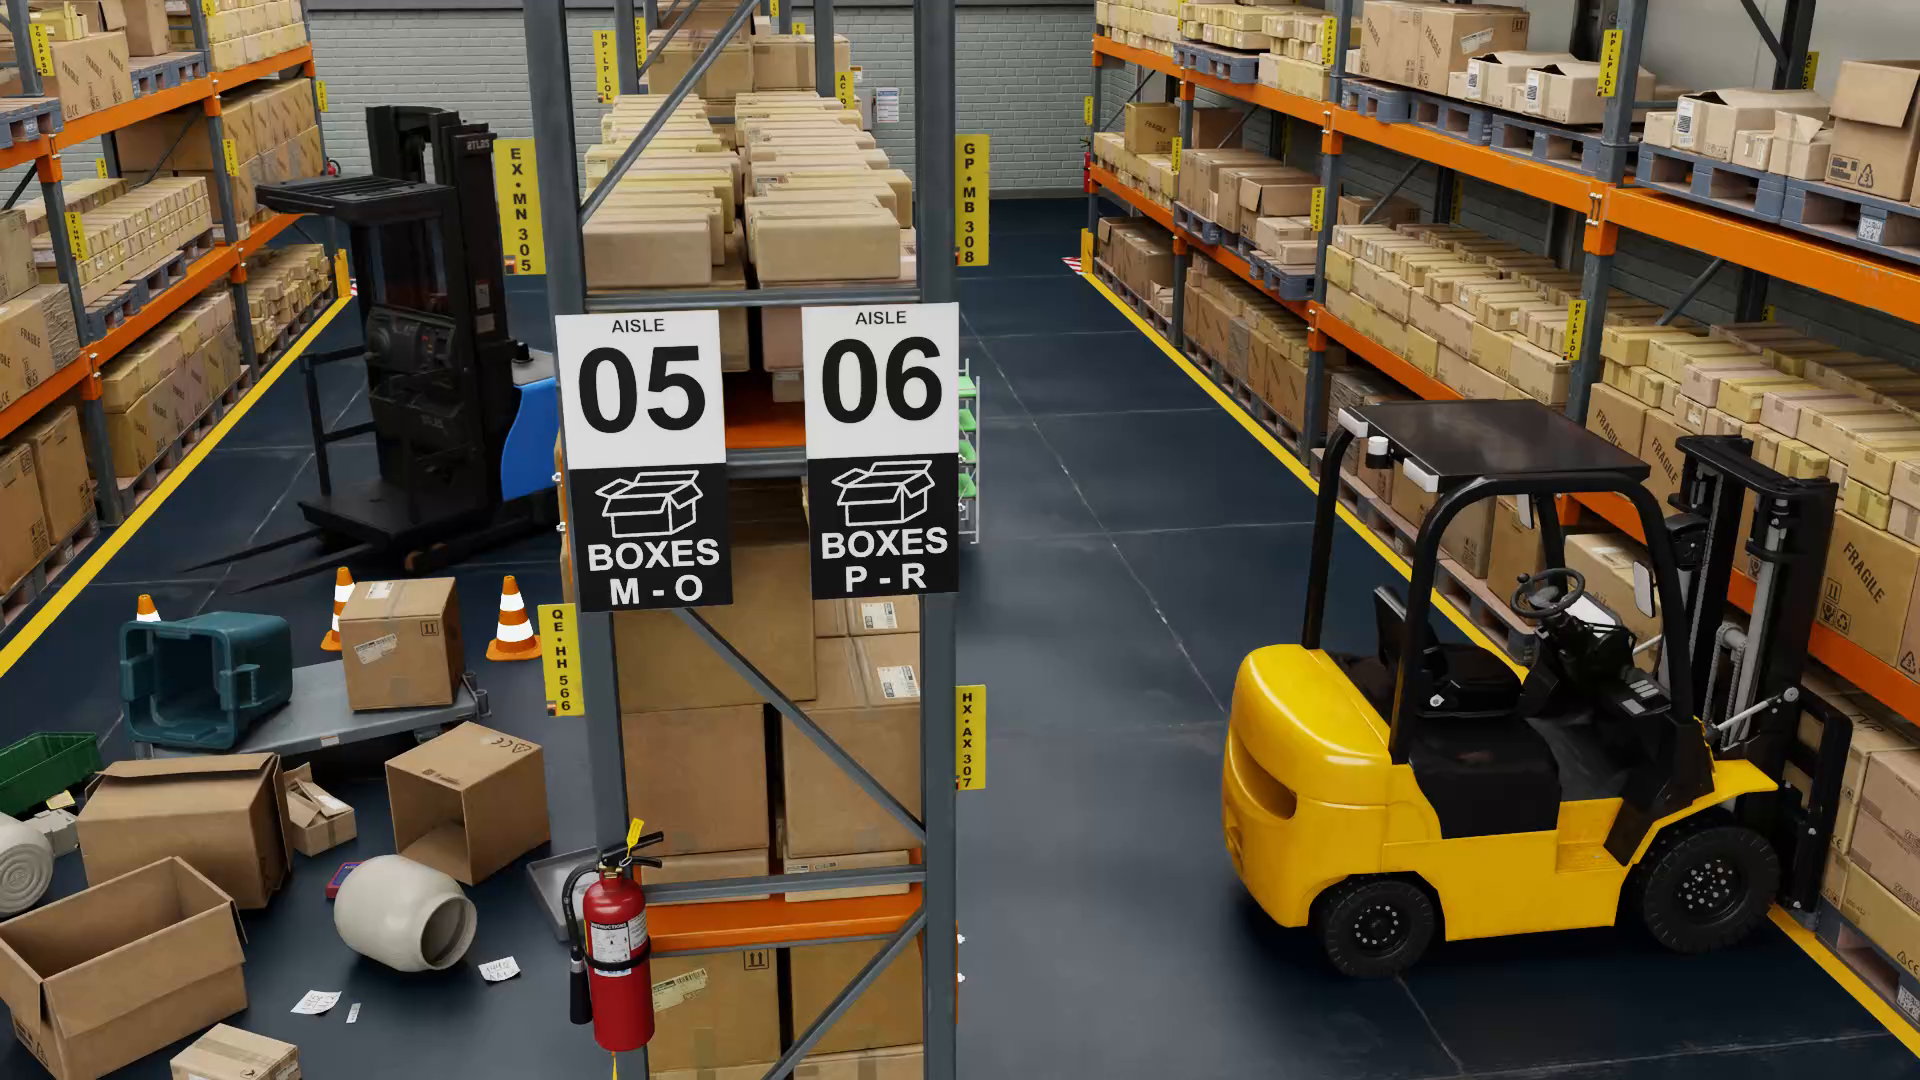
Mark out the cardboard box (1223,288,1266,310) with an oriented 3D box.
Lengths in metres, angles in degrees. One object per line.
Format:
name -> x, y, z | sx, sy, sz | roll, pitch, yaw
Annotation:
cardboard box -> 2.672, -2.243, 15.479 | 0.380, 0.149, 0.250 | -3, 21, -8

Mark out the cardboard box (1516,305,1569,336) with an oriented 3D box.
cardboard box -> 3.513, -1.277, 9.779 | 0.380, 0.149, 0.250 | -3, 21, -8

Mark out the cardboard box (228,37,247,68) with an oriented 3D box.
cardboard box -> -7.015, -4.559, 15.562 | 0.500, 0.250, 0.500 | -3, 21, -9

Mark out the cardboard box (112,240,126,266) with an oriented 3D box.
cardboard box -> -6.542, -2.162, 12.551 | 0.380, 0.149, 0.250 | -3, 21, -8

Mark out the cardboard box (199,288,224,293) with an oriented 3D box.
cardboard box -> -7.516, -2.393, 16.461 | 0.380, 0.149, 0.250 | -2, 21, -6

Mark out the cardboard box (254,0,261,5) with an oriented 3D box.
cardboard box -> -7.166, -5.384, 16.487 | 0.380, 0.149, 0.250 | -3, 21, -9

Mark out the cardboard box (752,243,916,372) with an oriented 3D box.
cardboard box -> -0.323, -0.669, 4.723 | 0.500, 0.250, 0.500 | -3, 21, -9

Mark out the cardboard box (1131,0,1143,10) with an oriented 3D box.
cardboard box -> 2.130, -5.815, 17.785 | 0.500, 0.250, 0.500 | -2, 21, -6

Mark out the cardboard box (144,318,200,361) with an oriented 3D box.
cardboard box -> -6.619, -1.648, 13.743 | 0.500, 0.250, 0.500 | -4, 21, -10

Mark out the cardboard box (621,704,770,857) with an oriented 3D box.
cardboard box -> -0.865, 0.633, 5.167 | 0.500, 0.500, 0.500 | -3, 21, -9

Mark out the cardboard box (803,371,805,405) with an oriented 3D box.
cardboard box -> -0.241, -0.426, 4.642 | 0.380, 0.149, 0.250 | -3, 21, -8

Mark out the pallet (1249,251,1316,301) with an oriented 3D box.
pallet -> 3.076, -2.170, 13.513 | 1.213, 0.211, 1.003 | -3, 21, -8

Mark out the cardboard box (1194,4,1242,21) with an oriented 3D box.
cardboard box -> 2.385, -4.870, 15.371 | 0.380, 0.149, 0.250 | -3, 21, -7

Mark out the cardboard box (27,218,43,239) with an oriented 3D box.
cardboard box -> -7.219, -2.351, 12.631 | 0.380, 0.149, 0.250 | -3, 21, -8

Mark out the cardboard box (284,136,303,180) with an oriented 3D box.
cardboard box -> -7.234, -3.952, 17.443 | 0.500, 0.500, 0.500 | -3, 21, -8

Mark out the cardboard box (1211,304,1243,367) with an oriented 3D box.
cardboard box -> 2.668, -1.904, 15.498 | 0.500, 0.500, 0.500 | -4, 21, -9

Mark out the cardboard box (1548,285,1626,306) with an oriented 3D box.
cardboard box -> 3.892, -1.484, 10.332 | 0.380, 0.149, 0.250 | -3, 21, -8

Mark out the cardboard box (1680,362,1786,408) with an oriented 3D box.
cardboard box -> 3.681, -0.740, 7.916 | 0.380, 0.149, 0.250 | -2, 21, -7

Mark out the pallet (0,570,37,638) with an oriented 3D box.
pallet -> -6.340, 0.512, 10.043 | 1.003, 0.211, 1.213 | -3, 21, -8

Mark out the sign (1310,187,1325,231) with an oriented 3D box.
sign -> 2.708, -2.503, 12.590 | 0.100, 0.325, 0.005 | -3, 21, -8

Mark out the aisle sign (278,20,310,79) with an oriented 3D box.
aisle sign -> -7.418, -5.521, 18.494 | 0.394, 0.787, 0.004 | -3, 21, -8

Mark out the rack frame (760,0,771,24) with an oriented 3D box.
rack frame -> -2.244, -5.972, 14.846 | 1.000, 3.000, 0.127 | -3, 21, -8

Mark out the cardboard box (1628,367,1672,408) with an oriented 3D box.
cardboard box -> 3.645, -0.781, 8.451 | 0.380, 0.149, 0.250 | -2, 21, -6

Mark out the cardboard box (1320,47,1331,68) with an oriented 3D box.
cardboard box -> 2.954, -3.661, 12.589 | 0.380, 0.149, 0.250 | -2, 21, -7

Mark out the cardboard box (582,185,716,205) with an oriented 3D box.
cardboard box -> -0.910, -0.949, 4.903 | 0.380, 0.149, 0.250 | -3, 21, -8

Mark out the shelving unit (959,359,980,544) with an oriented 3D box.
shelving unit -> -0.024, -0.619, 11.660 | 0.258, 1.200, 0.503 | -3, 21, -8

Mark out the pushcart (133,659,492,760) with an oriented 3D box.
pushcart -> -3.340, 0.969, 8.584 | 1.648, 0.377, 0.936 | -11, 23, -26

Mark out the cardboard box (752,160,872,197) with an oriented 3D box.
cardboard box -> -0.484, -1.149, 5.439 | 0.380, 0.149, 0.250 | -3, 21, -8

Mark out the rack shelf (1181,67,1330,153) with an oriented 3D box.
rack shelf -> 2.955, -3.789, 14.316 | 1.077, 0.370, 4.000 | -3, 21, -8

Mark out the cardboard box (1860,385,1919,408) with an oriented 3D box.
cardboard box -> 4.318, -0.594, 7.523 | 0.380, 0.149, 0.250 | -3, 21, -8

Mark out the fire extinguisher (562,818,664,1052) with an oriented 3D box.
fire extinguisher -> -0.954, 1.092, 4.616 | 0.296, 0.674, 0.183 | -3, 21, -8

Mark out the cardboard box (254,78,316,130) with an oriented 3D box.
cardboard box -> -7.393, -4.771, 18.206 | 0.500, 0.500, 0.500 | -3, 21, -9

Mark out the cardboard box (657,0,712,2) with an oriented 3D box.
cardboard box -> -2.209, -4.021, 13.166 | 0.500, 0.500, 0.500 | -3, 21, -7

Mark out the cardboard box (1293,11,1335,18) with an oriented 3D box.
cardboard box -> 3.074, -4.454, 14.258 | 0.380, 0.149, 0.250 | -2, 21, -6

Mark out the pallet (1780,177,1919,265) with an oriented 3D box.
pallet -> 4.141, -1.292, 6.728 | 1.003, 0.211, 1.213 | -3, 21, -8

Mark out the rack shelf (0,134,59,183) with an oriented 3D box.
rack shelf -> -6.263, -1.868, 9.172 | 1.077, 0.370, 4.000 | -3, 21, -8

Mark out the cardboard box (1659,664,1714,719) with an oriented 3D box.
cardboard box -> 3.720, 0.745, 8.049 | 0.500, 0.250, 0.500 | -3, 21, -8

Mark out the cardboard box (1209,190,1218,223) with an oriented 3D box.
cardboard box -> 2.488, -3.047, 15.179 | 0.396, 0.266, 0.258 | -2, 21, -5

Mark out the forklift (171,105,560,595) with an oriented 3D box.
forklift -> -3.841, -1.326, 11.078 | 1.130, 2.935, 3.031 | 15, 25, 34

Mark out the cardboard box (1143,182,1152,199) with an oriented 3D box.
cardboard box -> 2.175, -3.751, 17.830 | 0.380, 0.149, 0.250 | -3, 21, -9

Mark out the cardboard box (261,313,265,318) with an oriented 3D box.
cardboard box -> -7.060, -2.185, 16.329 | 0.380, 0.149, 0.250 | -3, 21, -8

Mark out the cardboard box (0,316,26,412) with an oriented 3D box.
cardboard box -> -6.078, -1.051, 10.100 | 0.500, 0.500, 0.500 | -3, 21, -9

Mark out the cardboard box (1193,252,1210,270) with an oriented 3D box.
cardboard box -> 2.515, -2.748, 16.407 | 0.380, 0.149, 0.250 | -3, 21, -9

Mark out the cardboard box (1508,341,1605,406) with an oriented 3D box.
cardboard box -> 3.496, -0.965, 9.512 | 0.500, 0.250, 0.500 | -3, 21, -9

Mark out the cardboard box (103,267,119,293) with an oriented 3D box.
cardboard box -> -6.494, -1.923, 12.336 | 0.380, 0.149, 0.250 | -2, 21, -5

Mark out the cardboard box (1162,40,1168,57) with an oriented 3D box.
cardboard box -> 2.261, -4.989, 16.859 | 0.380, 0.149, 0.250 | -2, 21, -6

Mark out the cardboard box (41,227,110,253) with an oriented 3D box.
cardboard box -> -6.499, -2.198, 12.223 | 0.380, 0.149, 0.250 | -3, 21, -8

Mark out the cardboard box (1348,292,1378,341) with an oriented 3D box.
cardboard box -> 3.133, -1.618, 11.976 | 0.500, 0.250, 0.500 | -3, 21, -9

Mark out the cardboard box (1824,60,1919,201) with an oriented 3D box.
cardboard box -> 3.997, -1.661, 6.699 | 0.797, 0.503, 0.637 | -2, 21, -6

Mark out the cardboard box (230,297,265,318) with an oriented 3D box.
cardboard box -> -6.954, -2.245, 16.065 | 0.380, 0.149, 0.250 | -2, 21, -5

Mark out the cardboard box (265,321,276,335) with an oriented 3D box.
cardboard box -> -6.988, -2.056, 16.409 | 0.380, 0.149, 0.250 | -3, 21, -8

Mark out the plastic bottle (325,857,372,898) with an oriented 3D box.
plastic bottle -> -2.761, 1.526, 7.544 | 0.133, 0.061, 0.283 | 1, 20, 2

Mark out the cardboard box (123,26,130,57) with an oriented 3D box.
cardboard box -> -7.209, -4.122, 13.706 | 0.500, 0.311, 0.500 | -3, 21, -9

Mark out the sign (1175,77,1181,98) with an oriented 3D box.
sign -> 2.642, -5.510, 20.075 | 0.100, 0.325, 0.005 | -3, 21, -8
